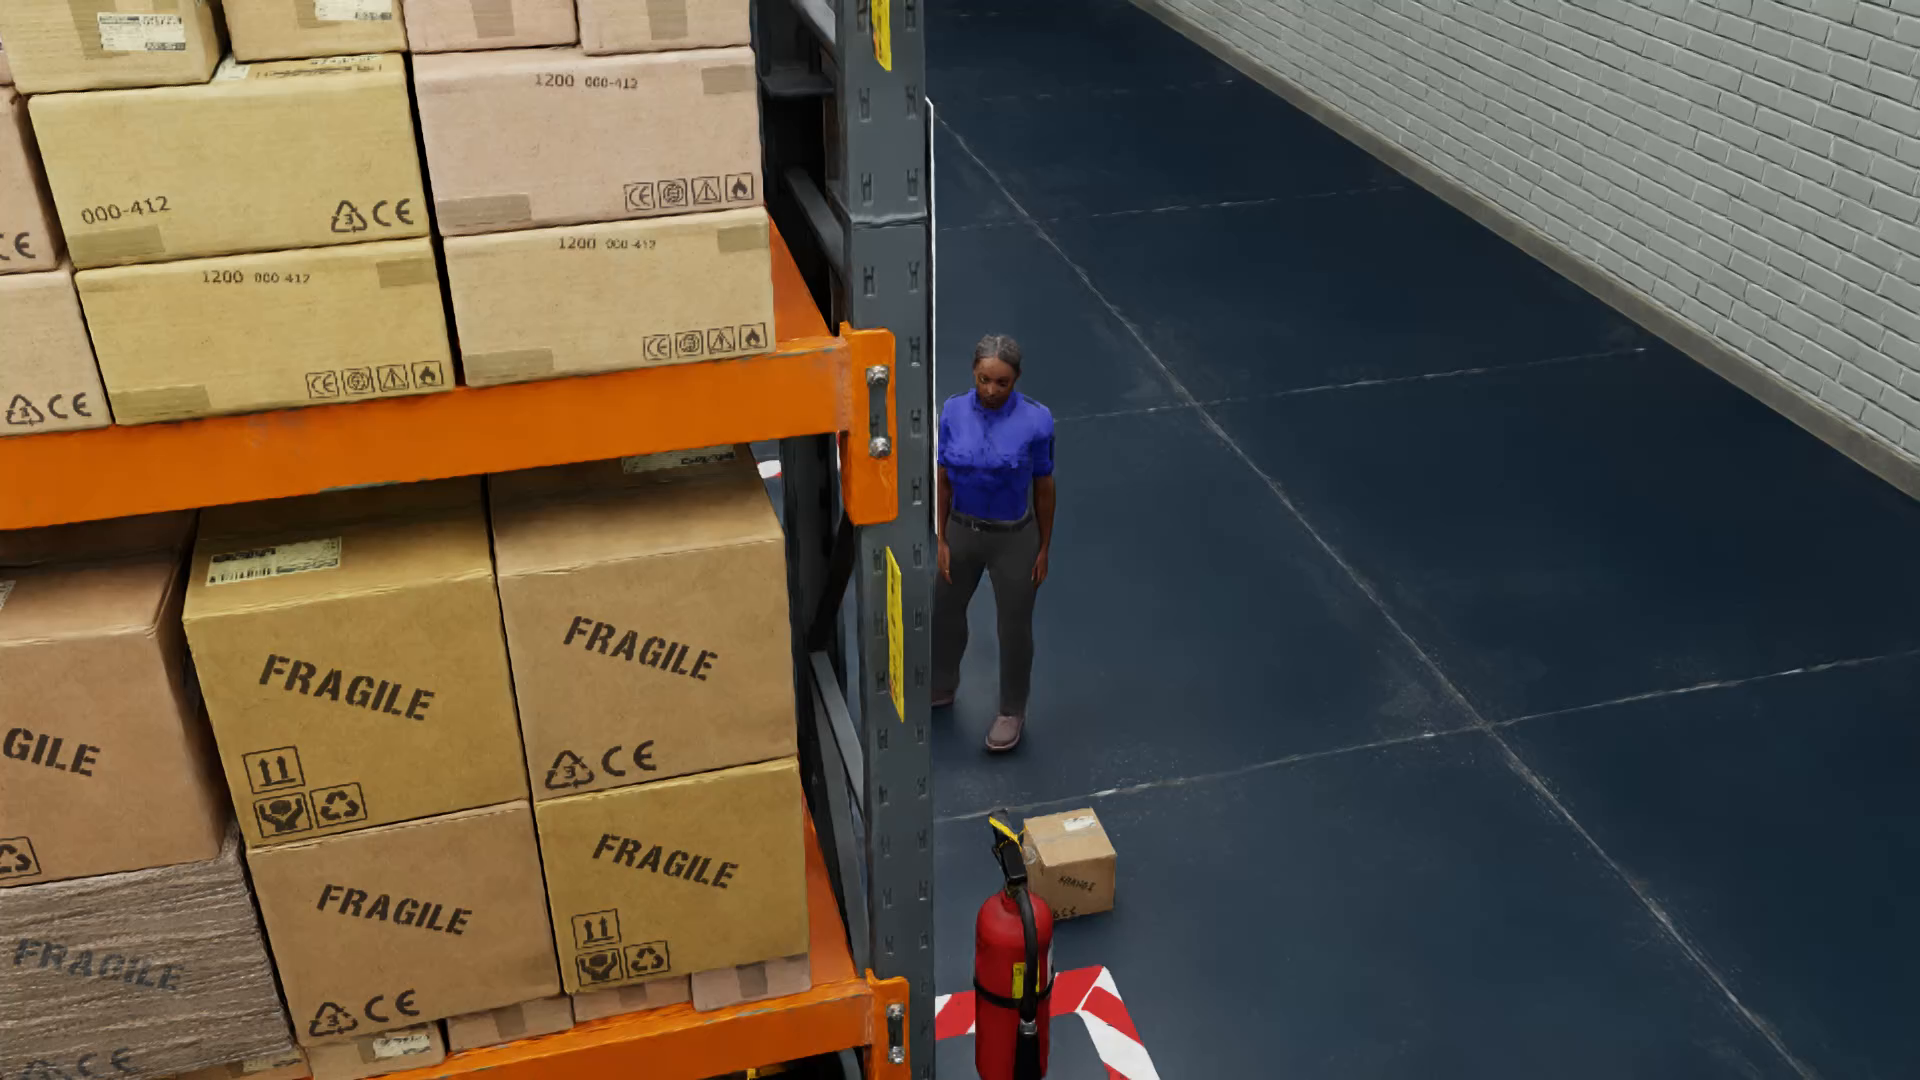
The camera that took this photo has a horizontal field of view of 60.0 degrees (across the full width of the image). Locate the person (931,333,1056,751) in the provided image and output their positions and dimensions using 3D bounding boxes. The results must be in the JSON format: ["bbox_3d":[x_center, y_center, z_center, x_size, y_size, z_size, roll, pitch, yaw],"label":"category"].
[{"bbox_3d":[0.017,-0.002,6.116,0.649,1.660,0.335,10,32,16],"label":"person"}]
